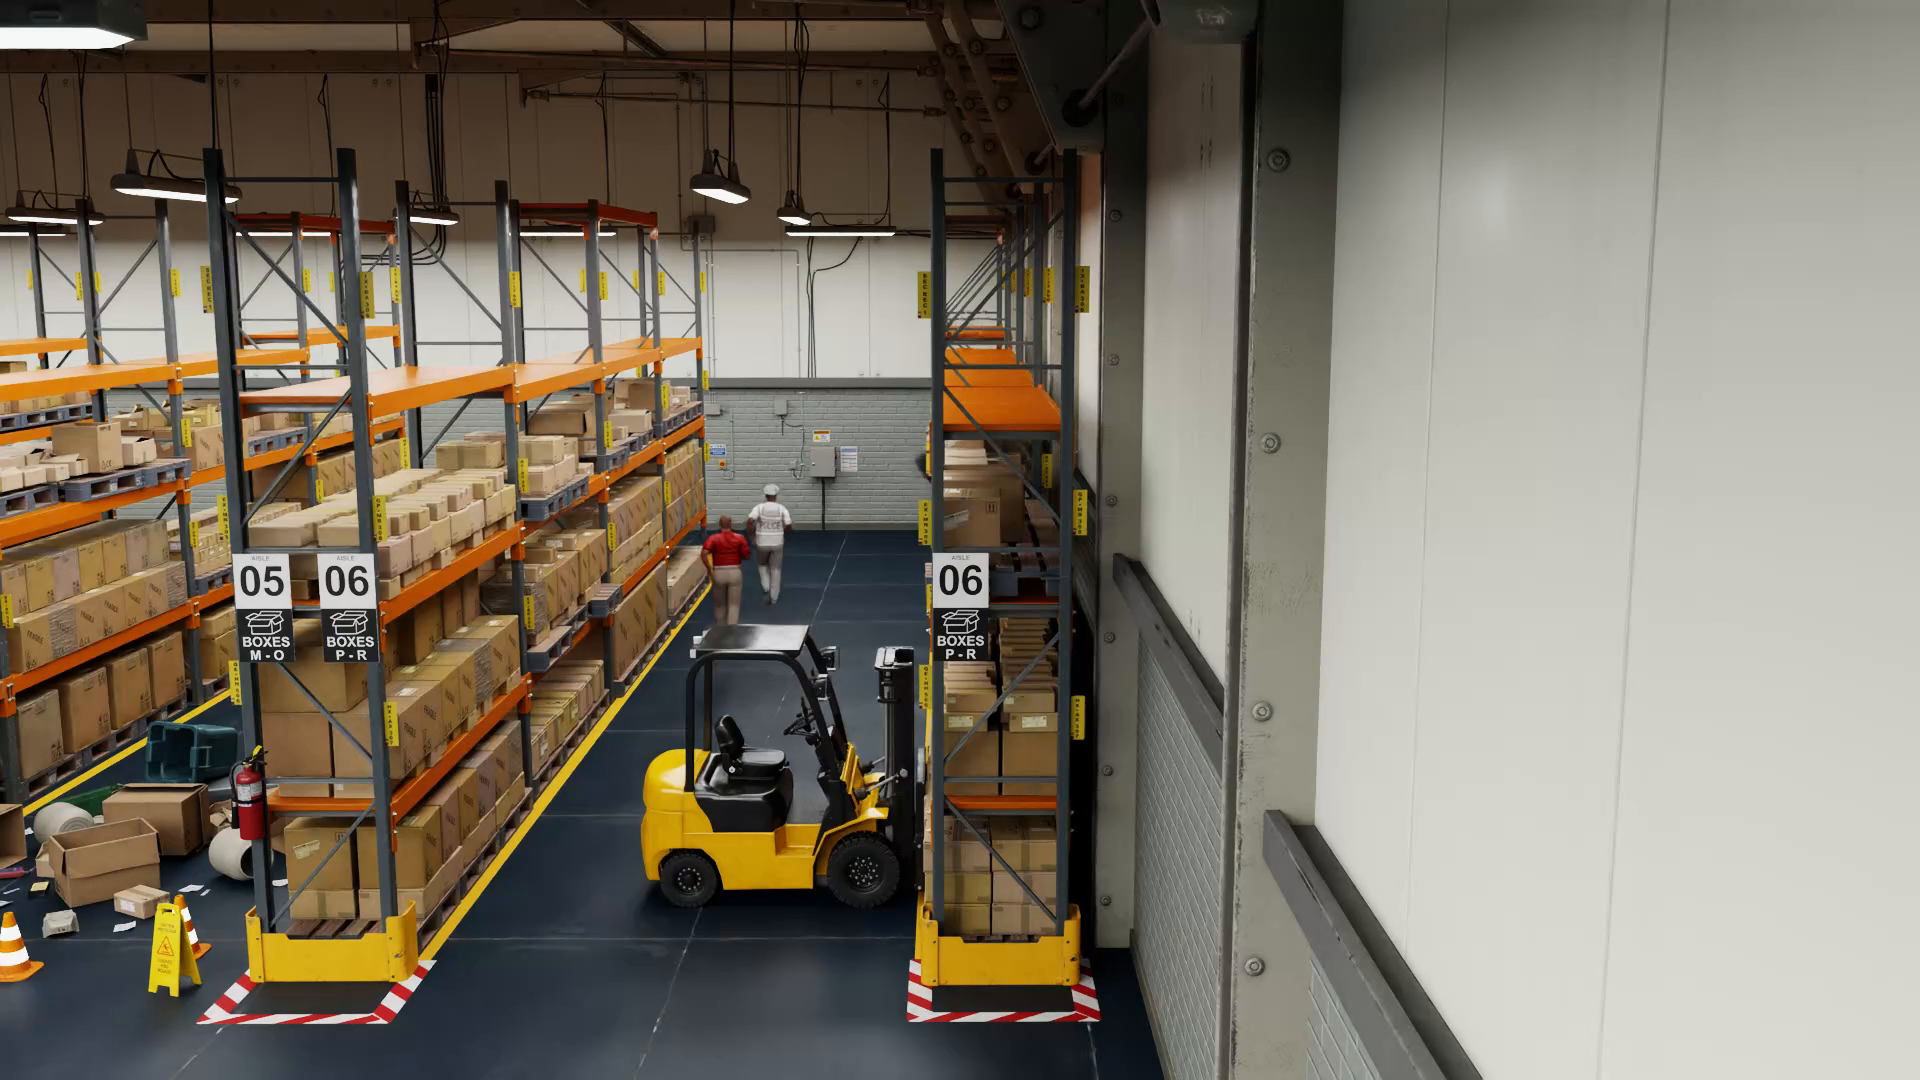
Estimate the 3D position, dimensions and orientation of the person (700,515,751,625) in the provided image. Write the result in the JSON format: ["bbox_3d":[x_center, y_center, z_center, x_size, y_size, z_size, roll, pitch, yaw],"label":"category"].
[{"bbox_3d":[-3.049,0.562,21.765,0.642,1.817,0.733,-1,9,-4],"label":"person"}]

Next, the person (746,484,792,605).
[{"bbox_3d":[-2.840,0.080,24.828,0.672,1.837,0.629,-1,9,-5],"label":"person"}]
